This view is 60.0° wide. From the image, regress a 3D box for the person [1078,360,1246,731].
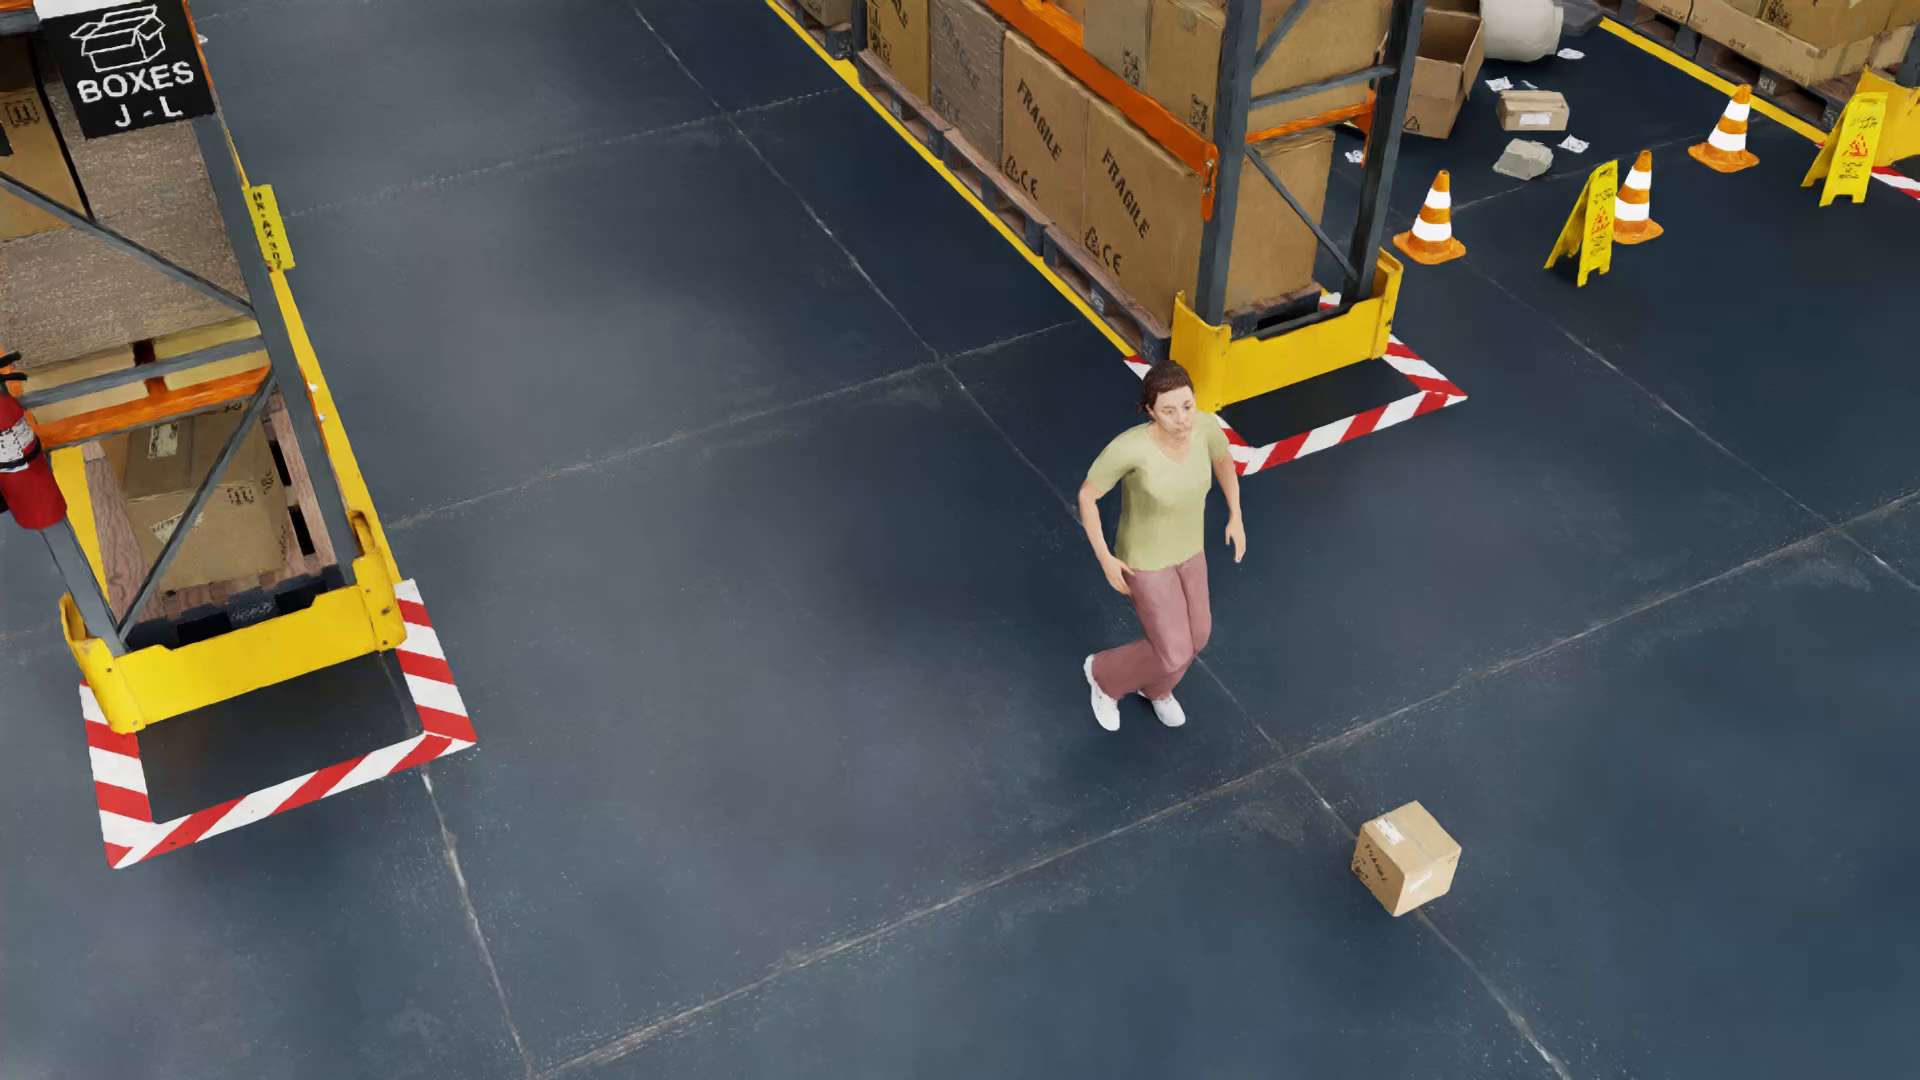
[{"bbox_3d":[0.786,0.064,6.123,0.616,1.626,0.488,-27,48,-27],"label":"person"}]
